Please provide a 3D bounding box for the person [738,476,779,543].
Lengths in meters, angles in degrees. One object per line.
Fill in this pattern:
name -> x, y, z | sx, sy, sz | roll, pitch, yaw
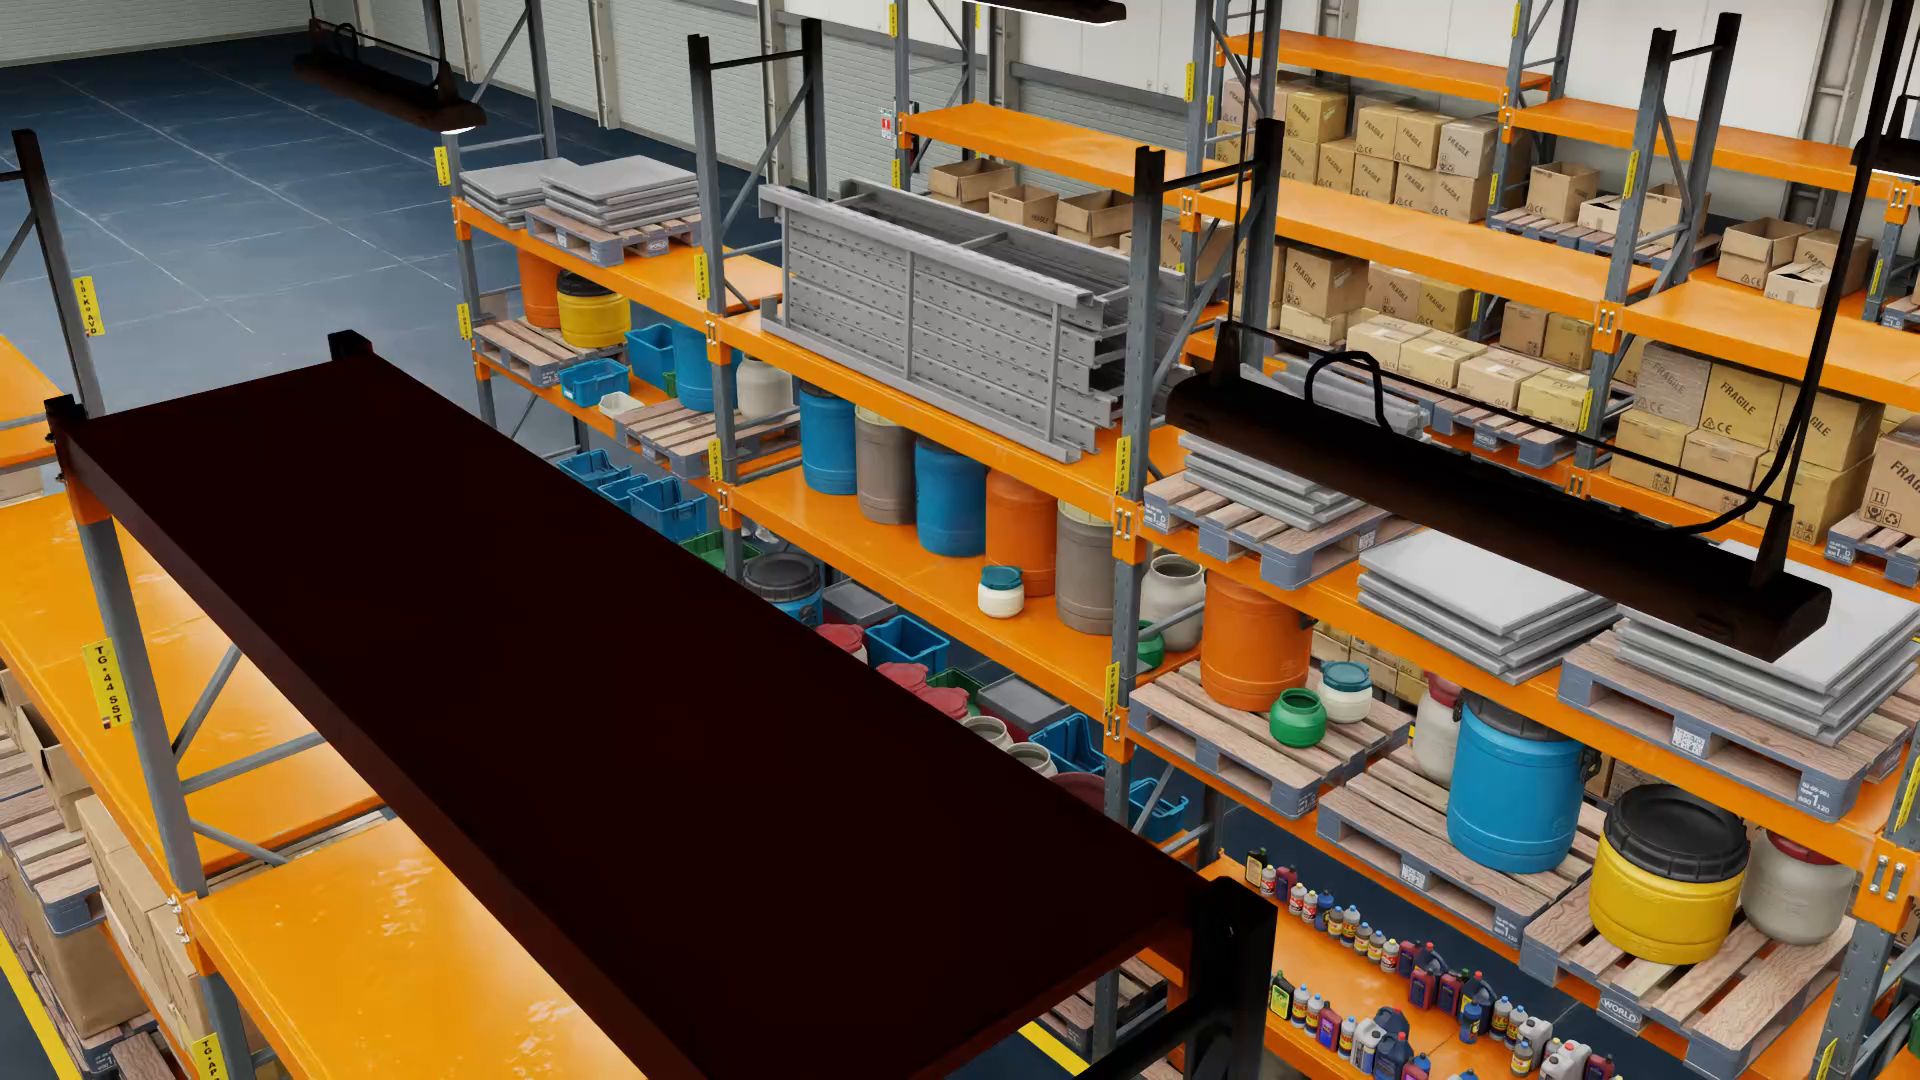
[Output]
person -> -2.231, -0.737, 17.233 | 0.517, 1.737, 0.570 | -24, 35, -39
